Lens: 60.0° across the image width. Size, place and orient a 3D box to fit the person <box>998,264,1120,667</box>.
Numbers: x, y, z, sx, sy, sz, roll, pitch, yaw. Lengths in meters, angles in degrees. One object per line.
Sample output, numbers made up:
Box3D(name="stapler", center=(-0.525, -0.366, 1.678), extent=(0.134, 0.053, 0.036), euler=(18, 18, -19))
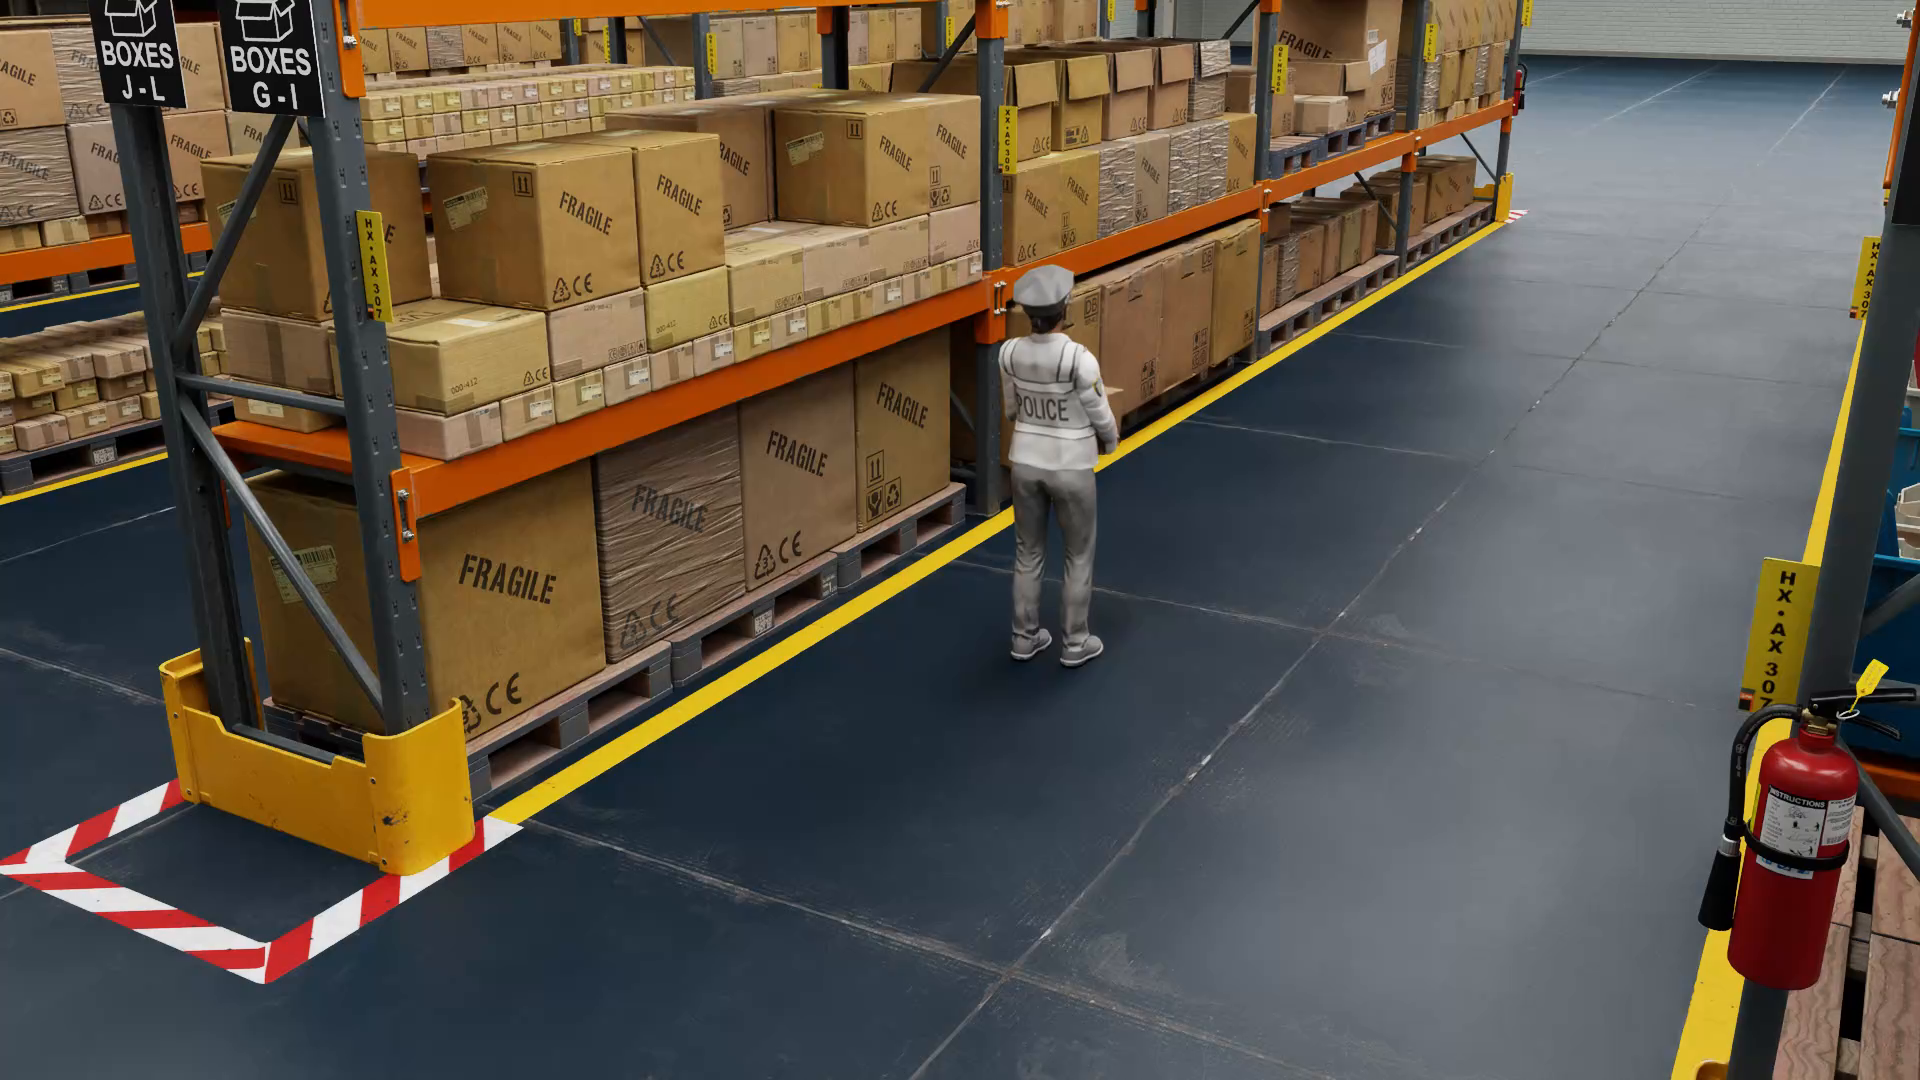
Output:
Box3D(name="person", center=(0.415, -0.309, 6.894), extent=(0.469, 1.690, 0.550), euler=(11, 22, 27))
